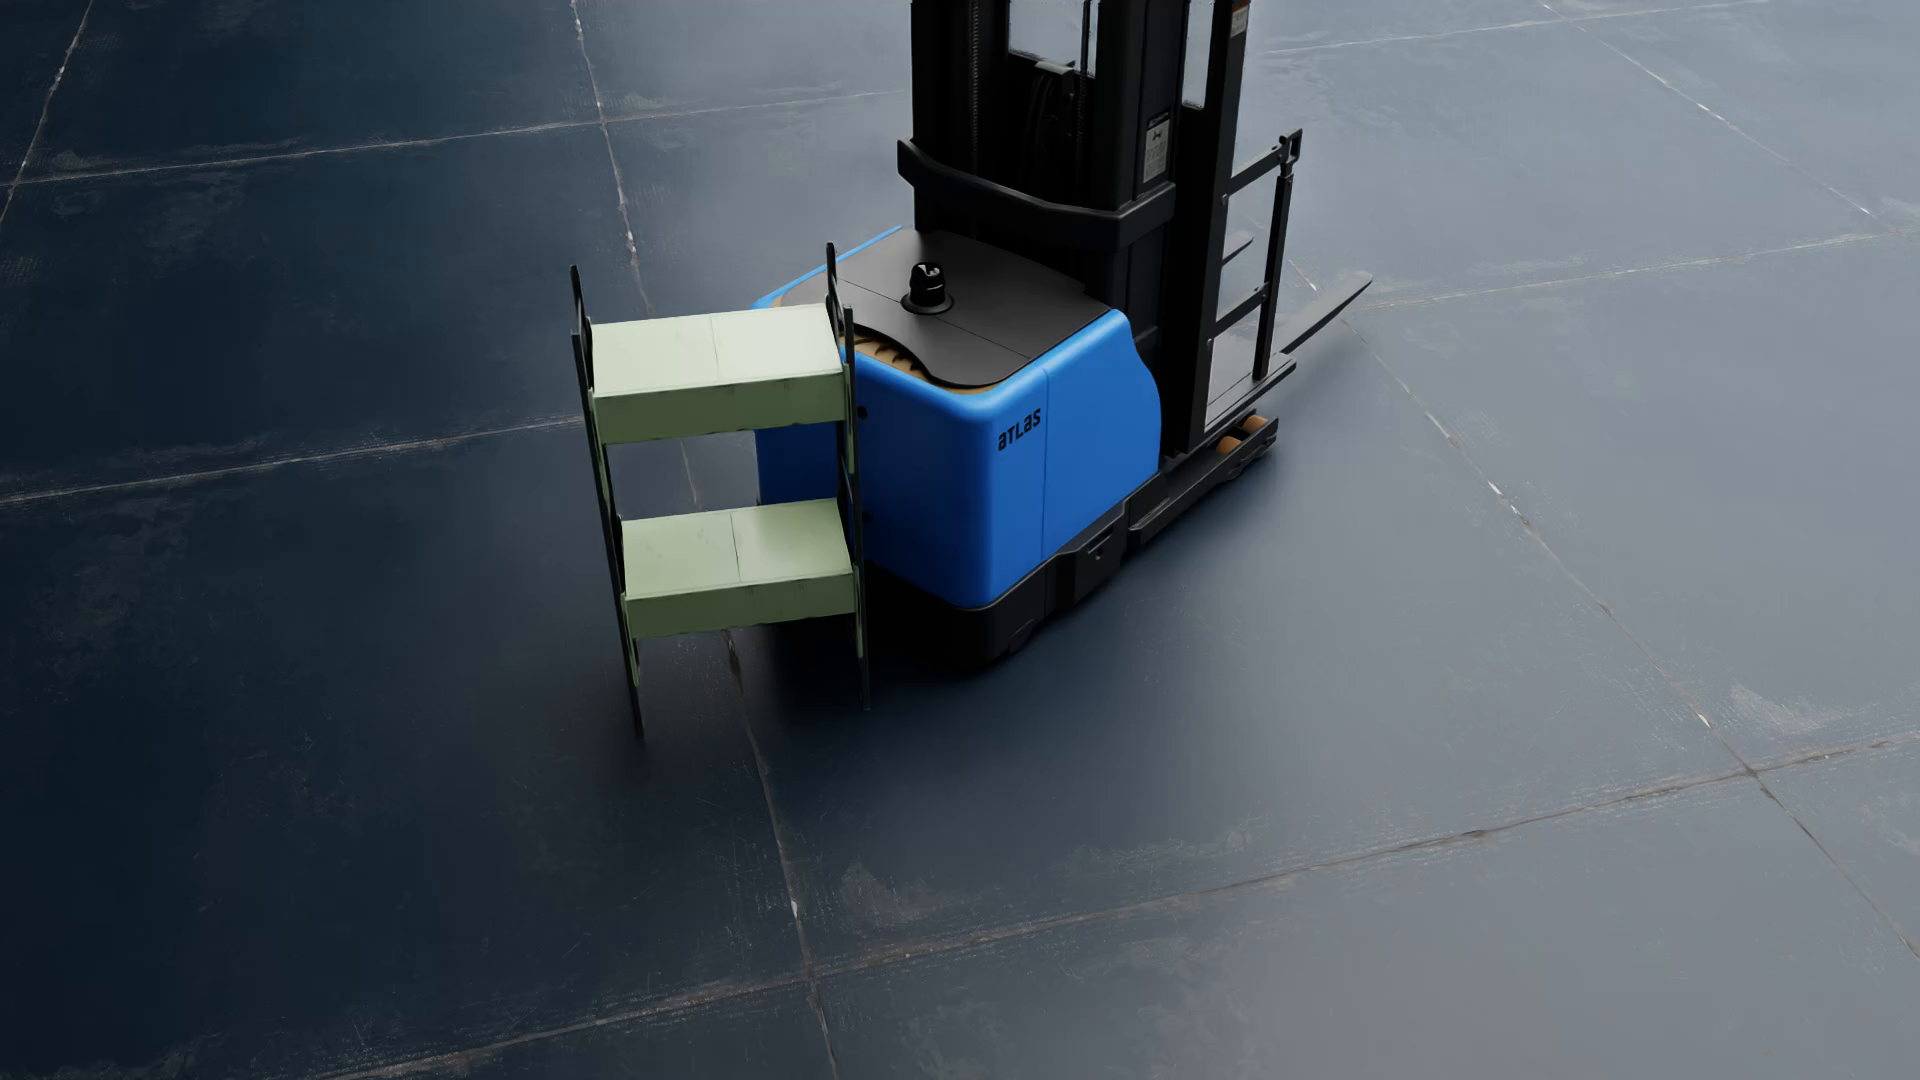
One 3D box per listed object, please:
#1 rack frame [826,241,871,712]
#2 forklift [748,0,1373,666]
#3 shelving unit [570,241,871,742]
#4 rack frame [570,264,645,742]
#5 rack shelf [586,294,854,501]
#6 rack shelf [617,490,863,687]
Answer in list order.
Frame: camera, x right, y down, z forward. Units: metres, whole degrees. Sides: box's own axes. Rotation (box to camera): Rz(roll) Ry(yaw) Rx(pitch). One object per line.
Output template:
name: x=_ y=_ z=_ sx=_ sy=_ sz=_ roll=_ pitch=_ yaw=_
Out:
rack frame: x=-0.342 y=-0.154 z=5.141 sx=0.023 sy=1.500 sz=0.400 roll=-7 pitch=38 yaw=-9
forklift: x=0.605 y=-1.574 z=5.819 sx=1.130 sy=2.935 sz=3.031 roll=27 pitch=45 yaw=30
shelving unit: x=-0.701 y=-0.112 z=5.085 sx=0.755 sy=1.500 sz=0.431 roll=-7 pitch=38 yaw=-9
rack frame: x=-1.060 y=-0.069 z=5.030 sx=0.023 sy=1.500 sz=0.400 roll=-7 pitch=38 yaw=-9
rack shelf: x=-0.701 y=-0.422 z=4.848 sx=0.720 sy=0.370 sz=0.431 roll=-7 pitch=38 yaw=-9
rack shelf: x=-0.701 y=0.147 z=5.284 sx=0.720 sy=0.370 sz=0.431 roll=-7 pitch=38 yaw=-9
